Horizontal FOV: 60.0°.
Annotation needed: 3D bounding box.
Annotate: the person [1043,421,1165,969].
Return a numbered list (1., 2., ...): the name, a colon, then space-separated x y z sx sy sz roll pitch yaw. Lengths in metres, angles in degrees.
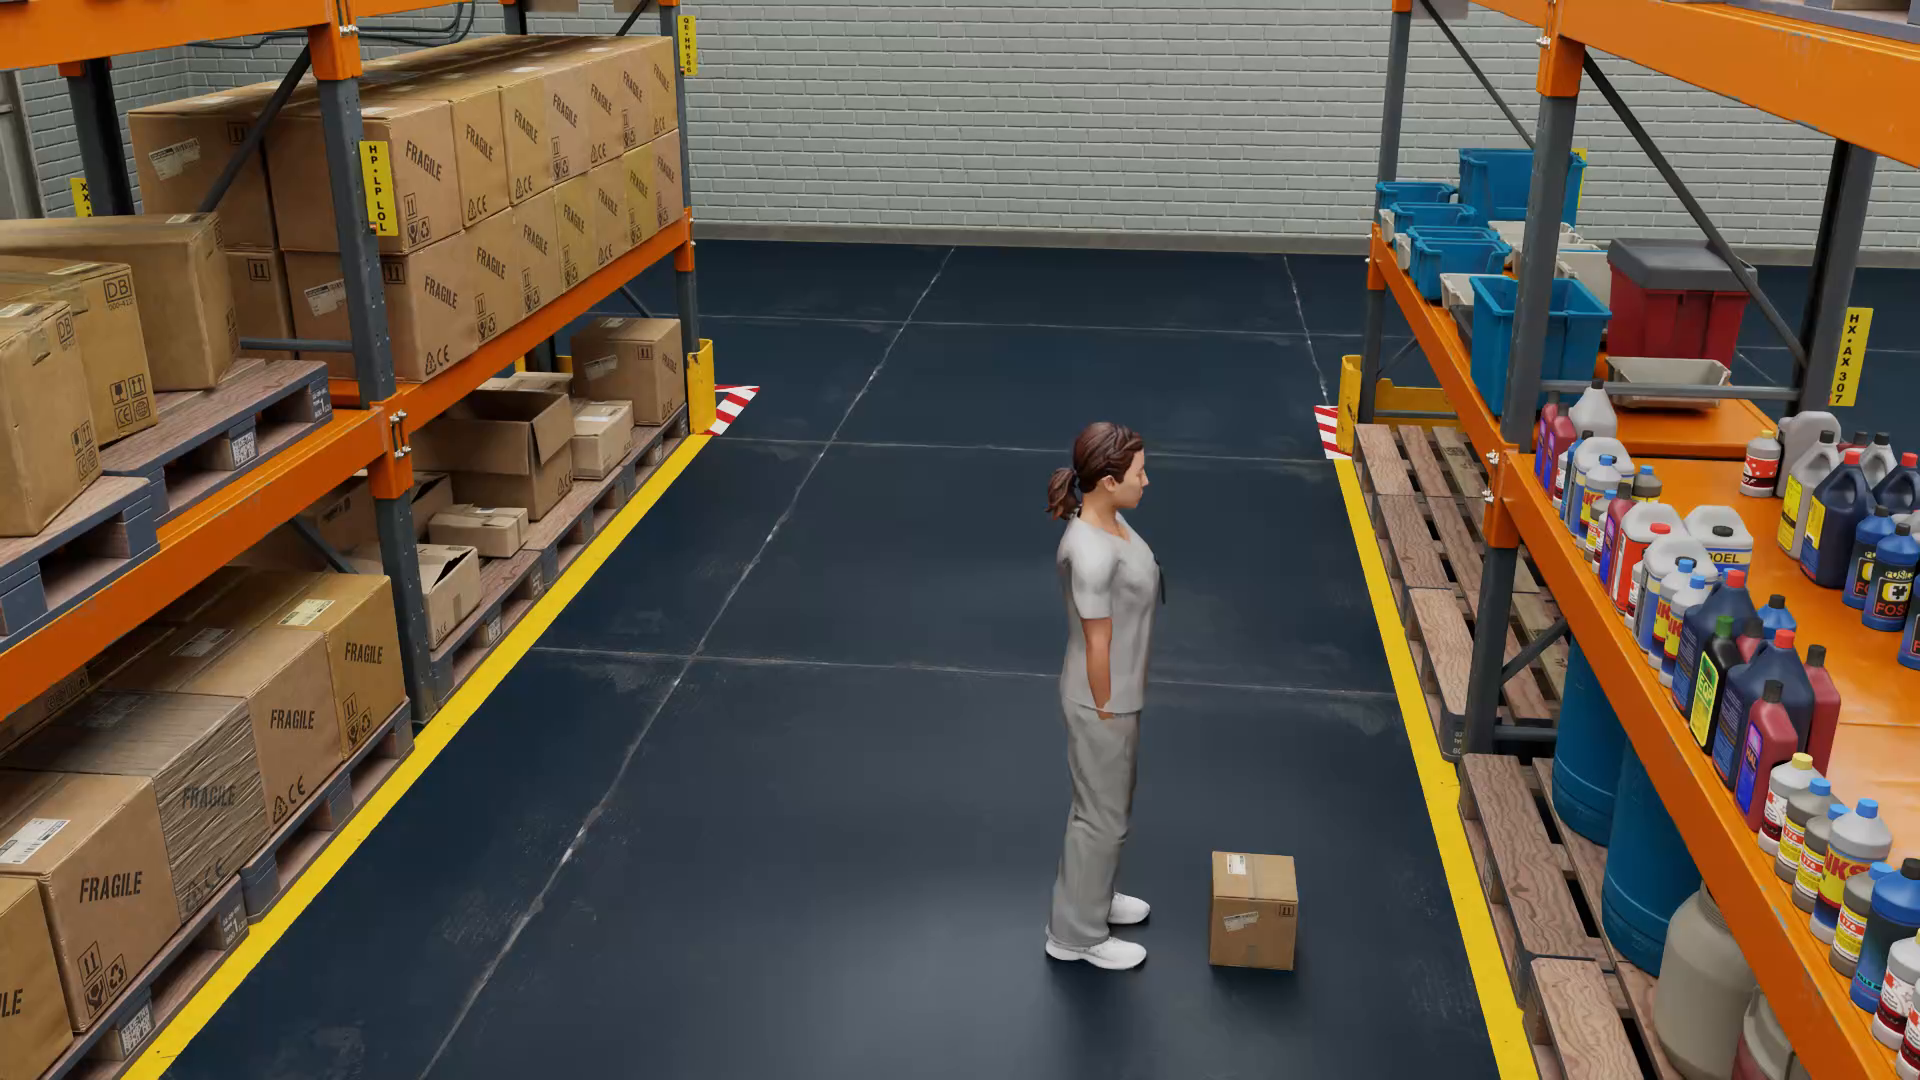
1. person: 0.413 0.454 4.929 0.360 1.674 0.438 3 21 7
